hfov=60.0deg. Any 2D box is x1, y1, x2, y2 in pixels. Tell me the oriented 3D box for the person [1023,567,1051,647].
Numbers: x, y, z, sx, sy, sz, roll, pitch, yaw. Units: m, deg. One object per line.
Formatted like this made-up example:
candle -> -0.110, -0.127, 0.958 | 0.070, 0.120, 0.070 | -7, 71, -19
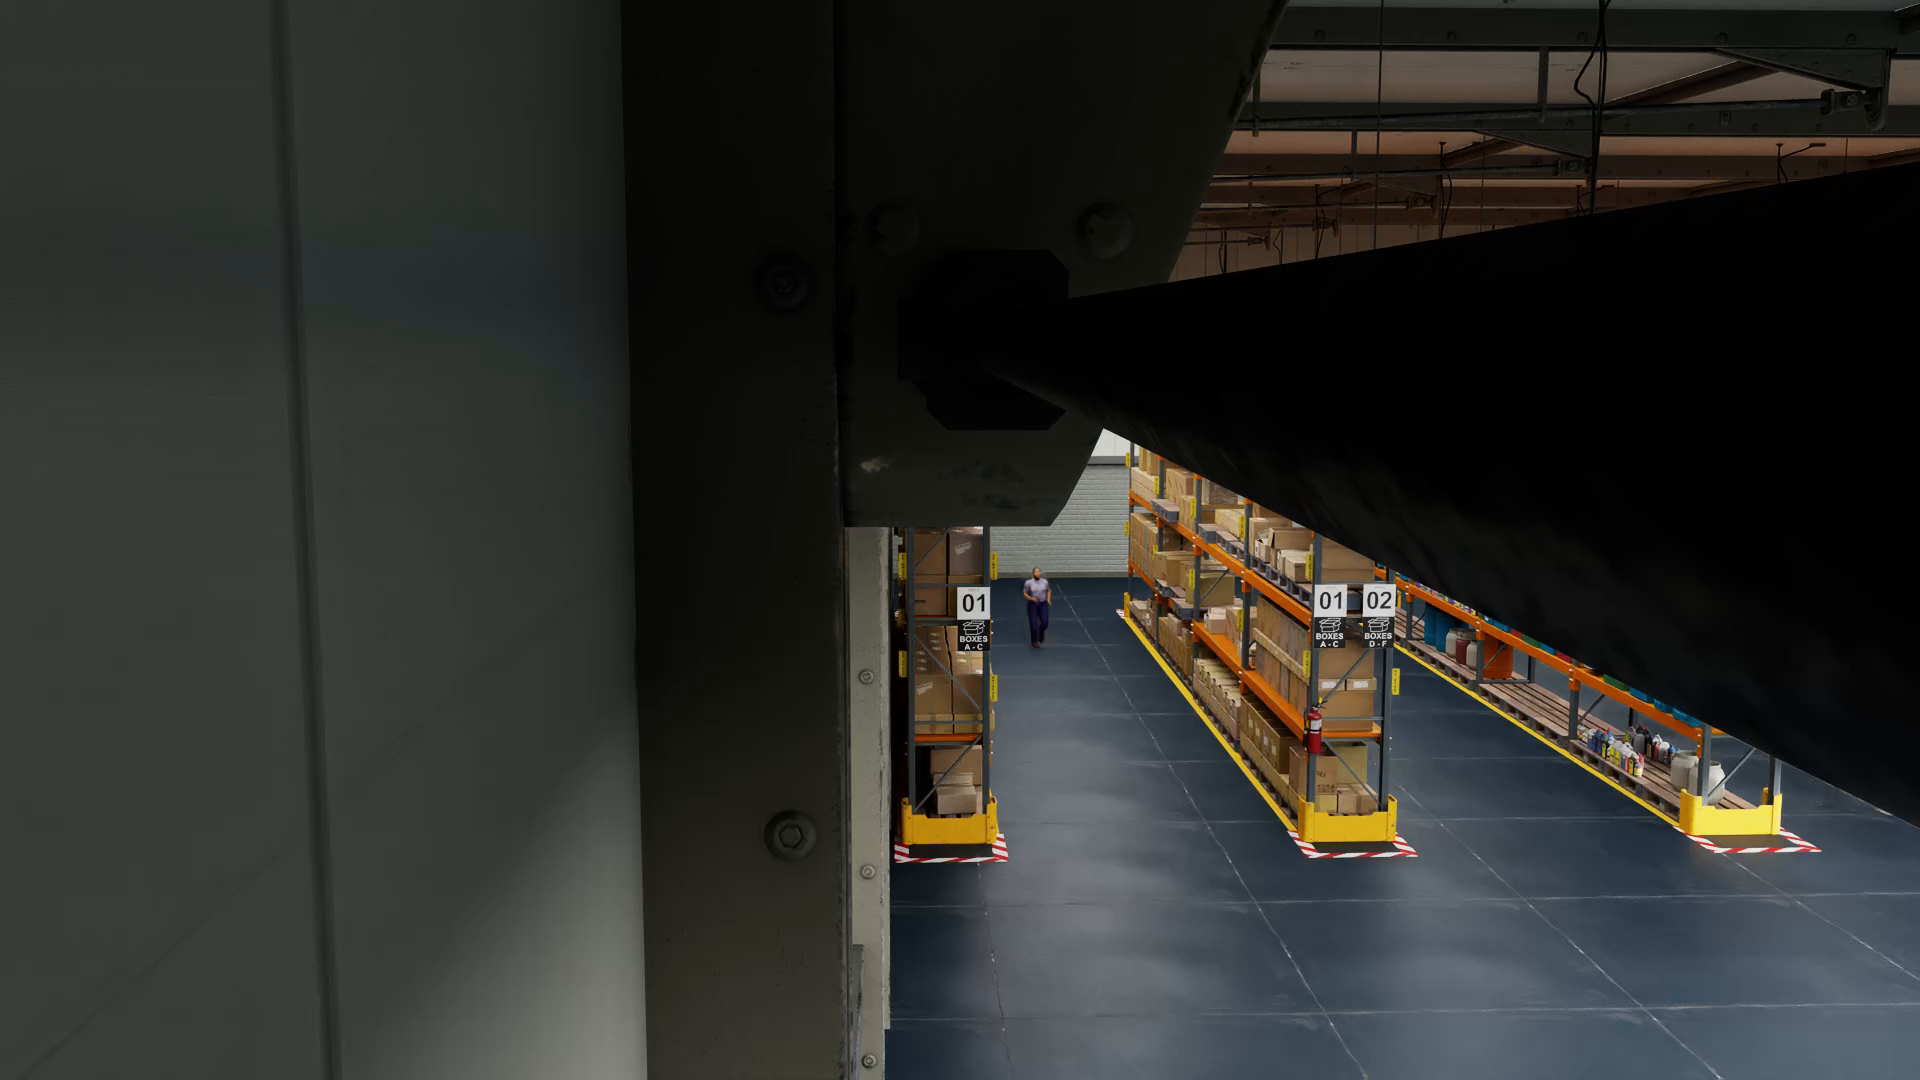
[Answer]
person -> 1.548, 1.341, 32.873 | 0.600, 1.594, 0.530 | -1, 7, -10
